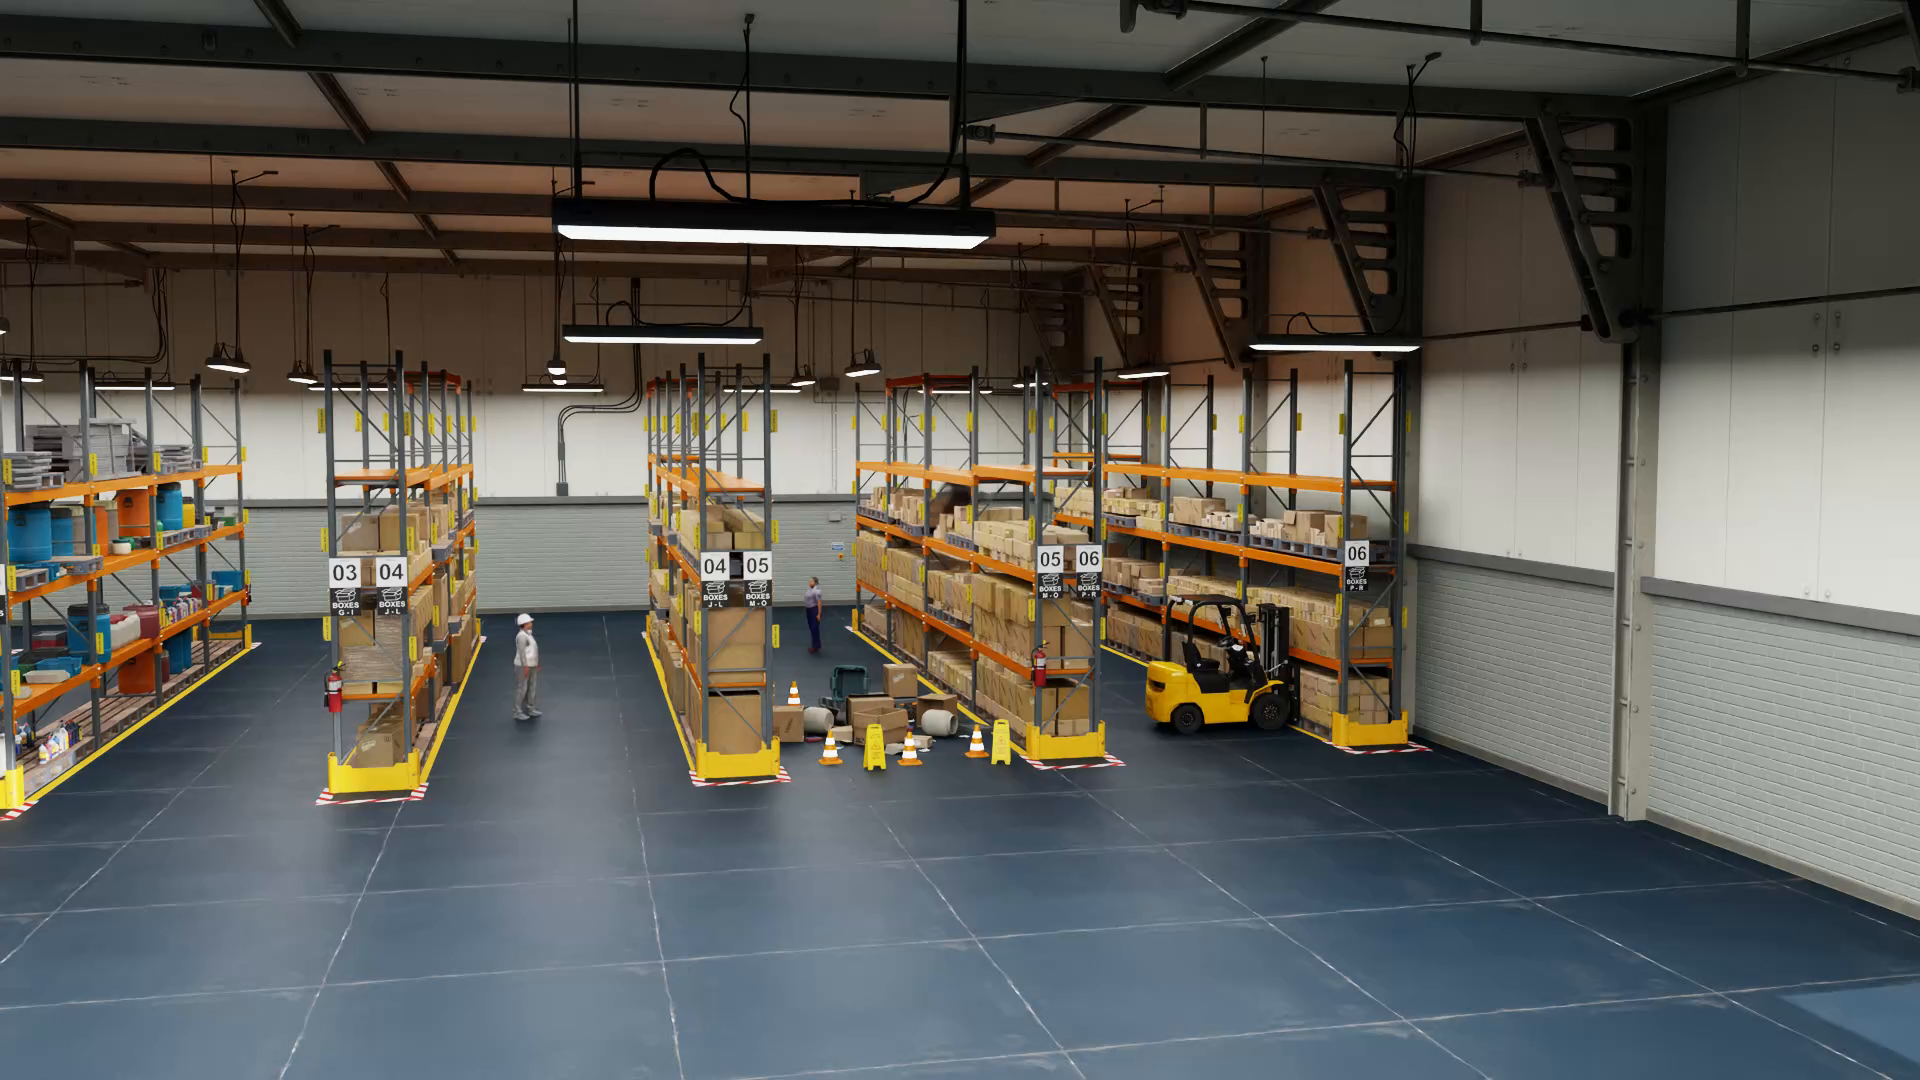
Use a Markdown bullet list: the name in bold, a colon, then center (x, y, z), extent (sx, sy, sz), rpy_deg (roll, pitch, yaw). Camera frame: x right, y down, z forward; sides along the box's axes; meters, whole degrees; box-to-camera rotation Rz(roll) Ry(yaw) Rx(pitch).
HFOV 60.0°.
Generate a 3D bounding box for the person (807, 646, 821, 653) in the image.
- **person**: center (-3.235, 2.346, 36.687), extent (0.433, 0.243, 0.476), rpy_deg (-2, 4, -28)

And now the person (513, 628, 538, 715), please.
- **person**: center (-7.406, 2.234, 28.381), extent (0.380, 1.490, 0.487), rpy_deg (1, 4, 13)

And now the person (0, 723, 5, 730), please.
- **person**: center (-16.010, 2.253, 27.108), extent (0.874, 1.746, 0.669), rpy_deg (-3, 5, -36)
